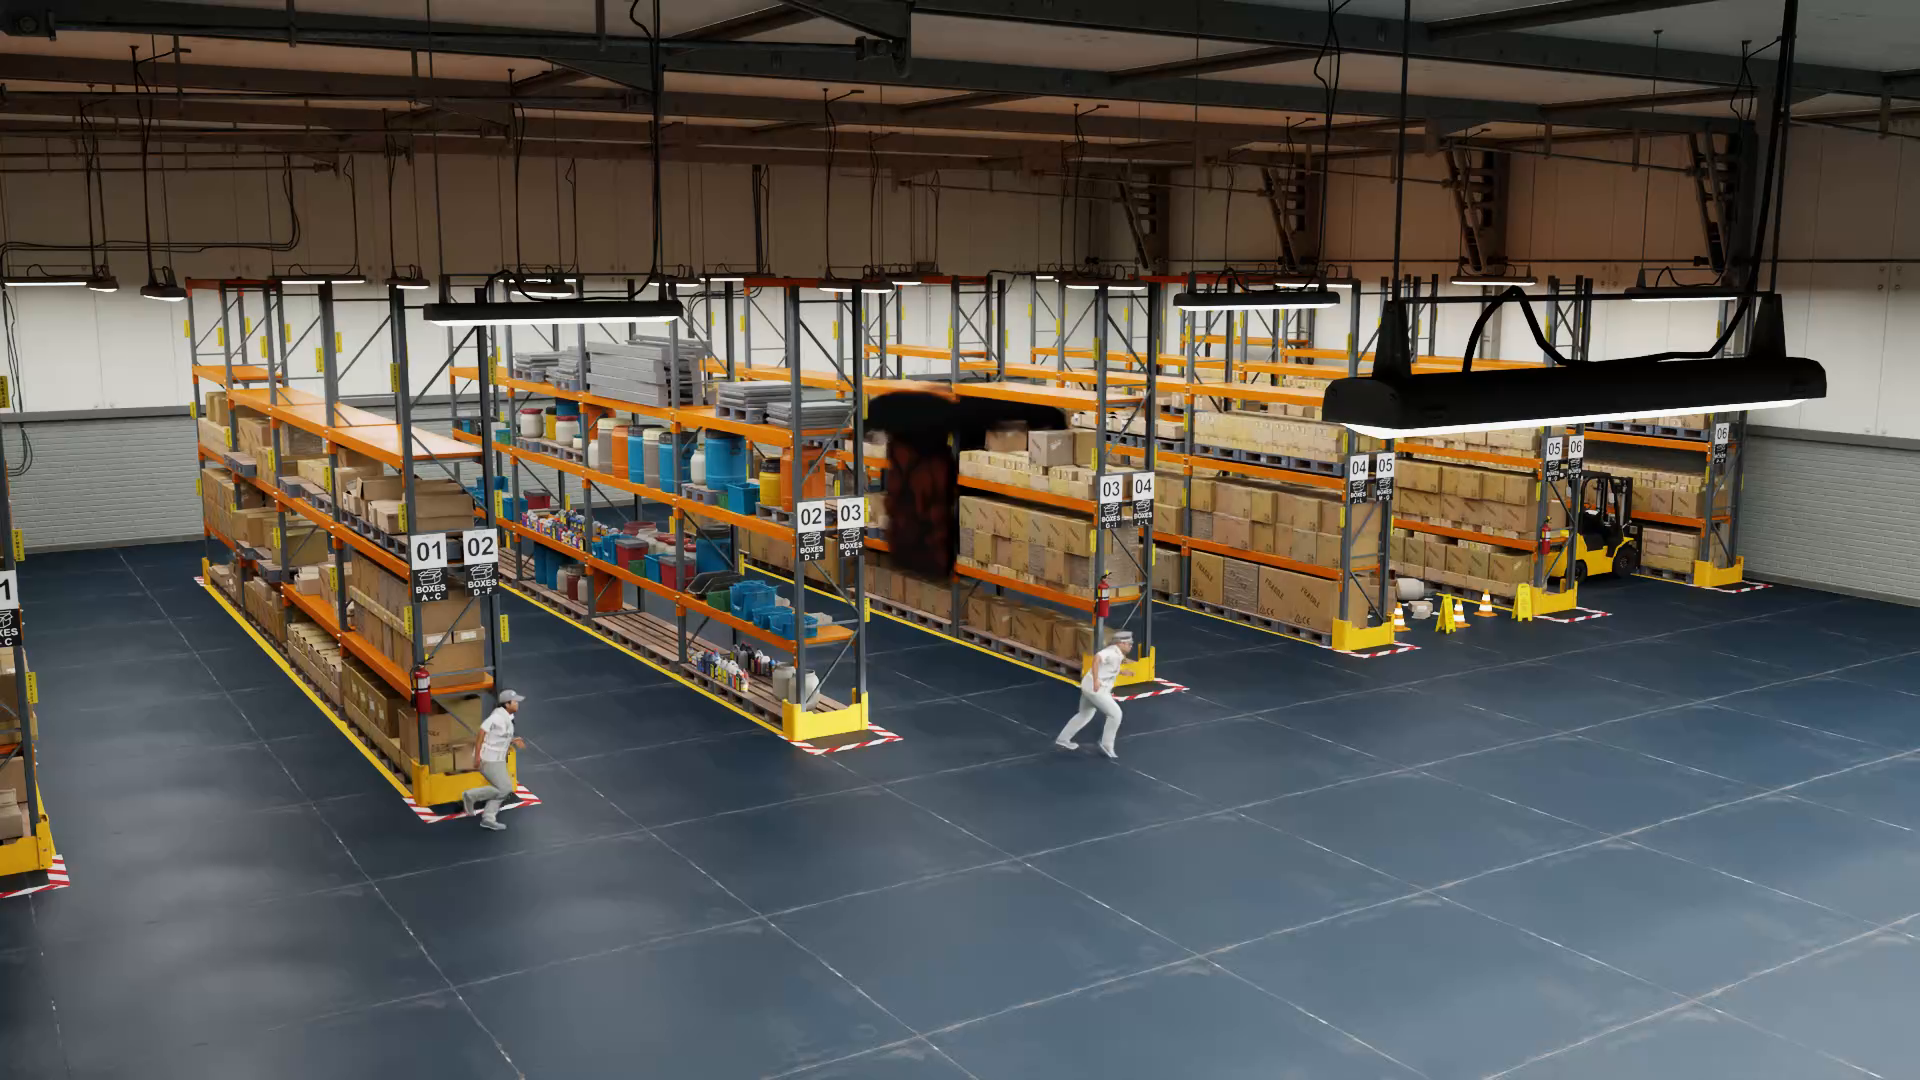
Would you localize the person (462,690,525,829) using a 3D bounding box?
[{"bbox_3d":[-5.229,2.473,18.663,0.720,1.598,0.607,-1,10,-9],"label":"person"}]

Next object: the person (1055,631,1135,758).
[{"bbox_3d":[1.735,2.012,21.342,1.023,1.708,0.706,1,10,5],"label":"person"}]
